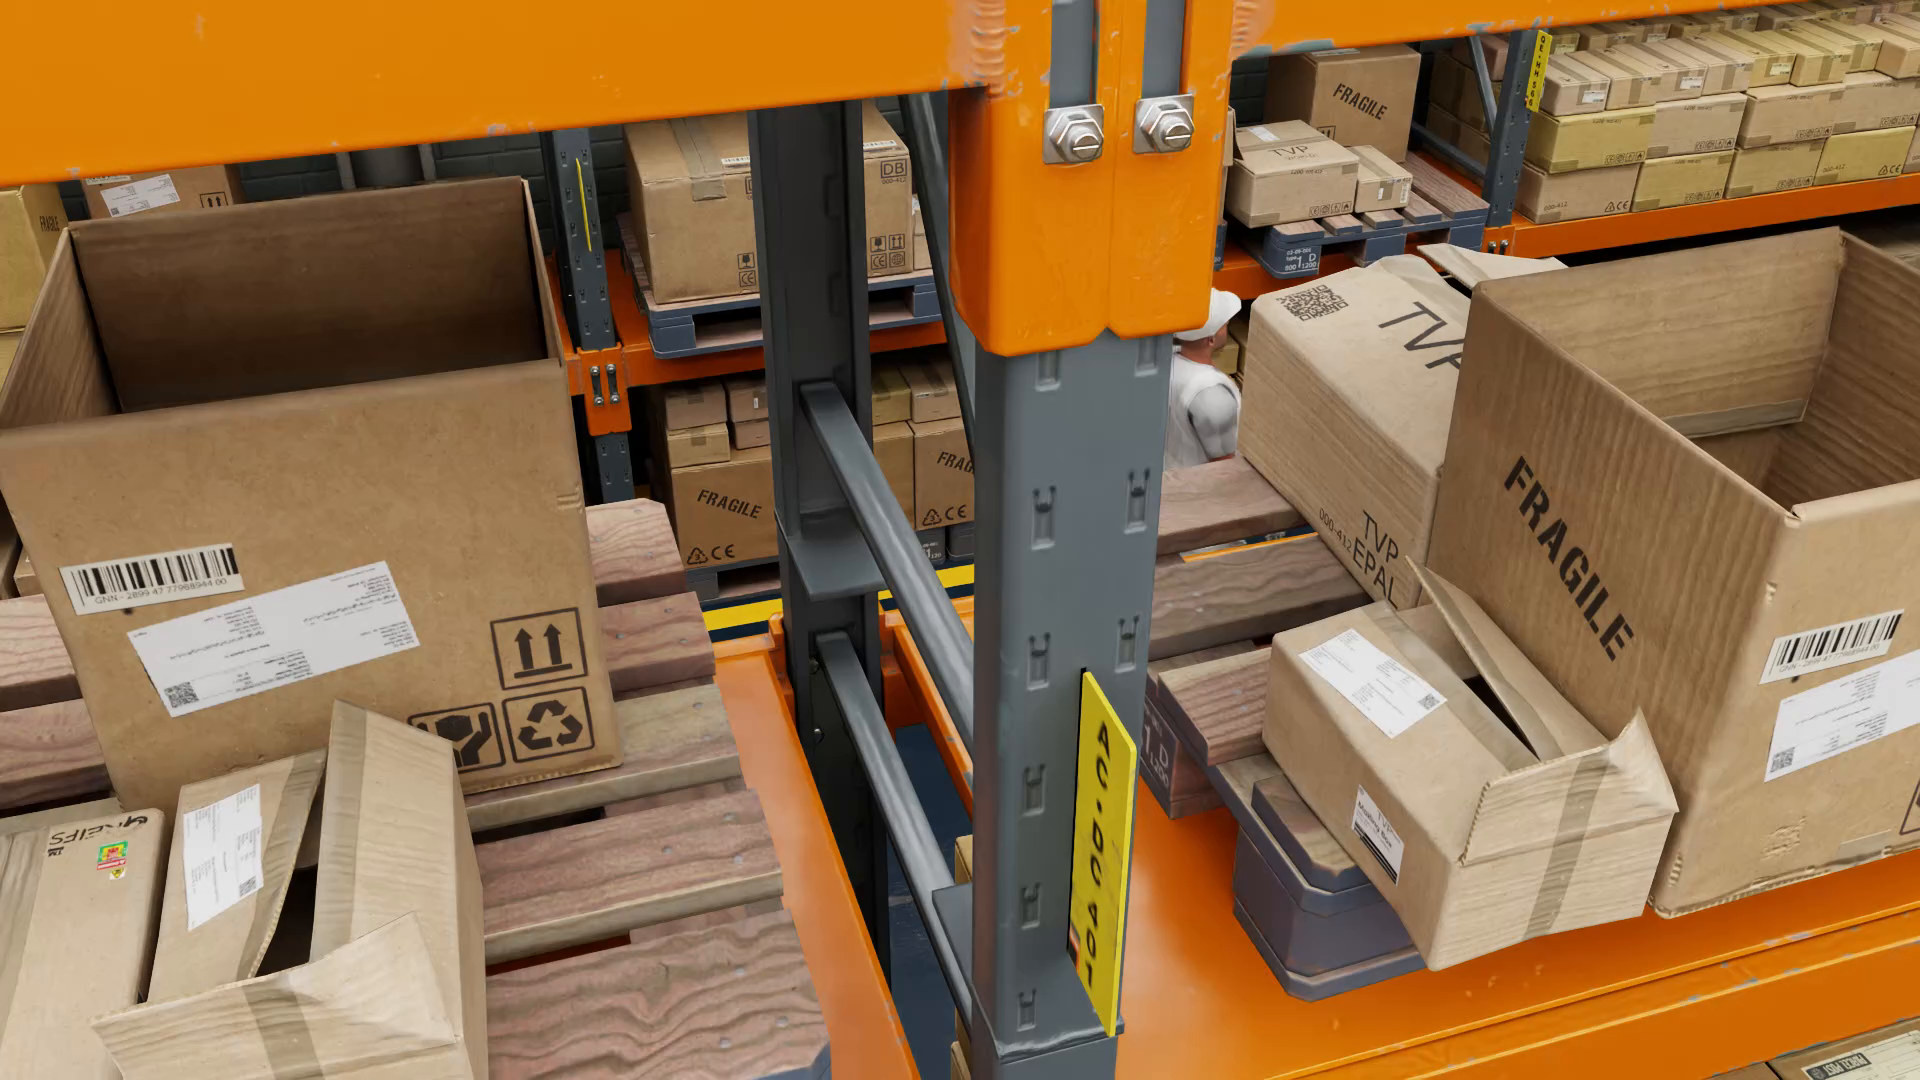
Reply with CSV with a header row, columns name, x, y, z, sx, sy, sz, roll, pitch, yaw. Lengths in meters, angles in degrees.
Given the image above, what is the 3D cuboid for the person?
name,x,y,z,sx,sy,sz,roll,pitch,yaw
person,0.968,-0.175,6.383,0.912,1.760,0.556,-8,34,-11
